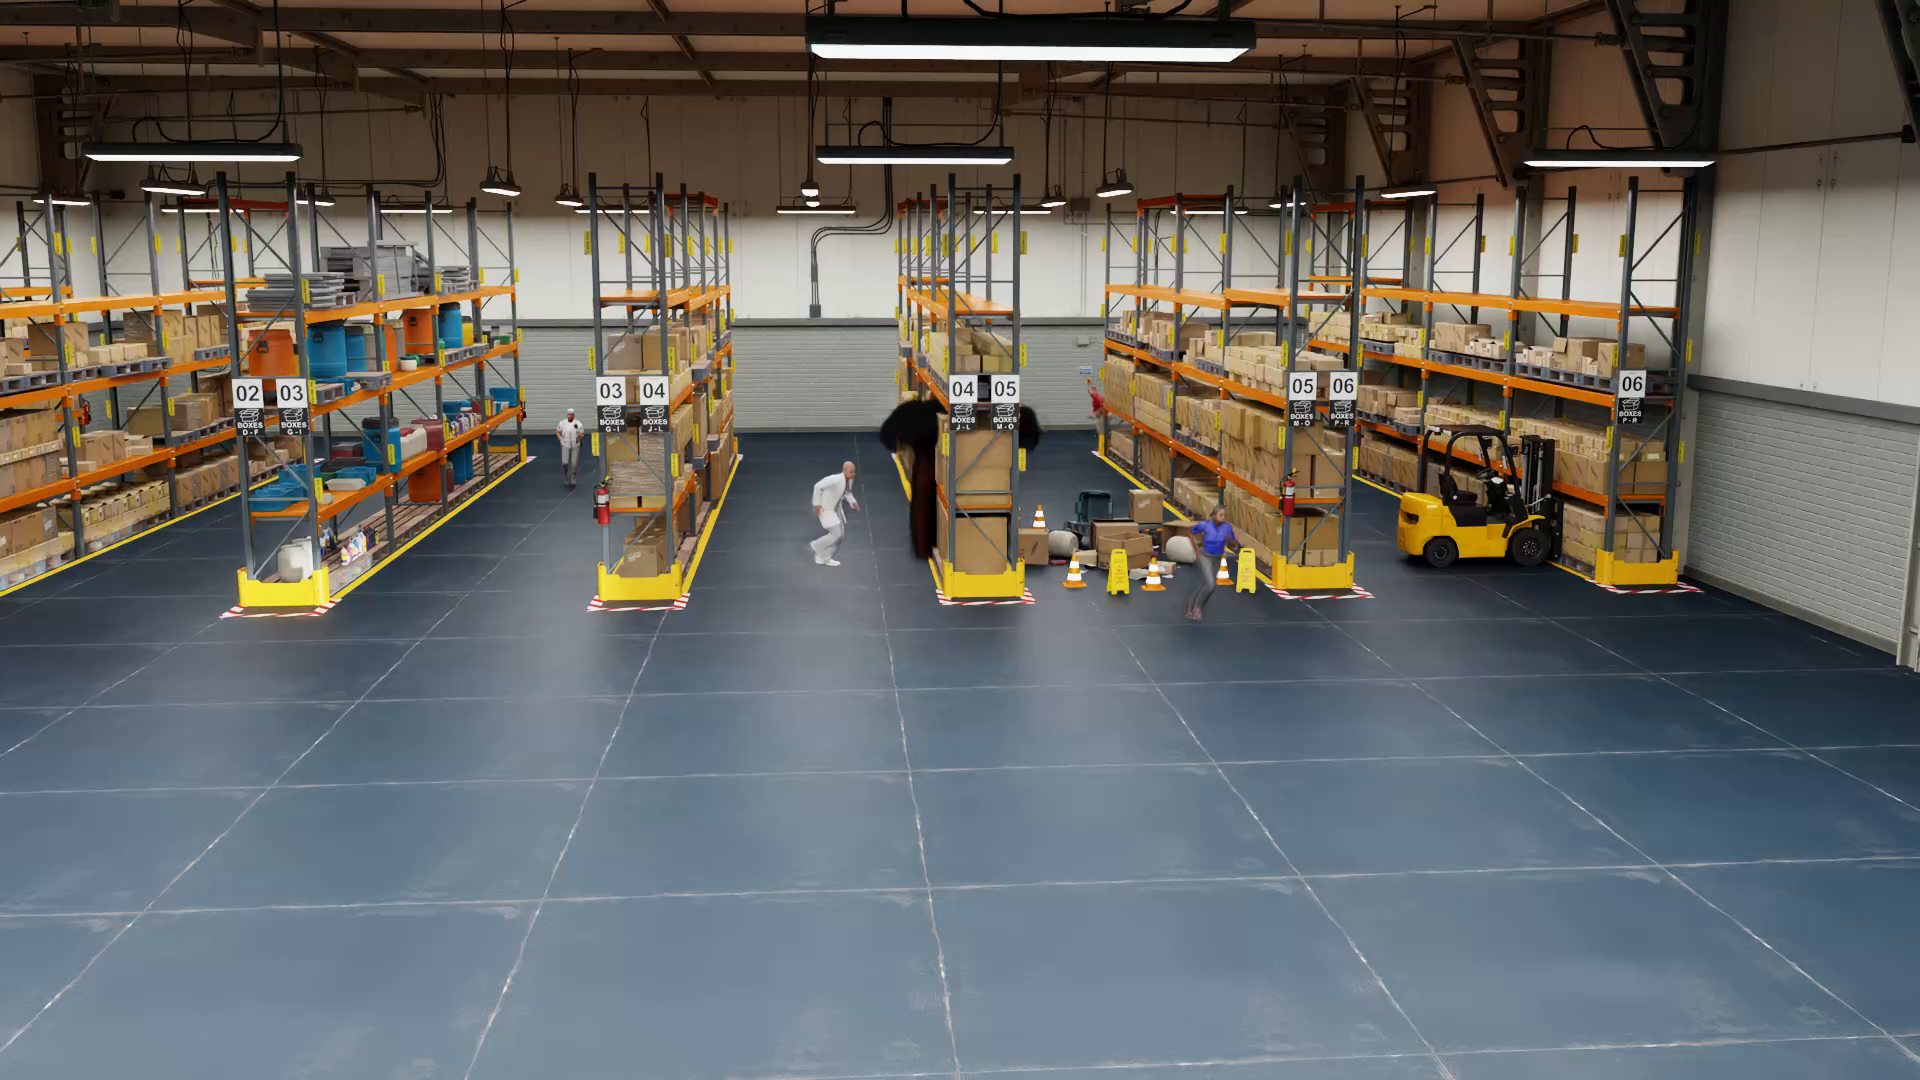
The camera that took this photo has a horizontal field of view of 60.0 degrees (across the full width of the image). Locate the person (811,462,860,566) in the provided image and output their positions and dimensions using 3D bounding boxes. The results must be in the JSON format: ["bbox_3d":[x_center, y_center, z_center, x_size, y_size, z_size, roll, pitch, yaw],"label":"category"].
[{"bbox_3d":[-1.900,-0.384,24.696,0.810,1.599,0.738,7,12,34],"label":"person"}]

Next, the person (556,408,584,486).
[{"bbox_3d":[-8.201,-1.948,35.012,0.581,1.644,0.625,-2,10,-13],"label":"person"}]

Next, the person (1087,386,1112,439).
[{"bbox_3d":[3.560,-3.052,41.459,0.795,1.590,0.689,0,10,-1],"label":"person"}]

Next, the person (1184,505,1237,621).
[{"bbox_3d":[3.383,0.300,22.441,0.515,1.593,0.810,-6,11,-29],"label":"person"}]
